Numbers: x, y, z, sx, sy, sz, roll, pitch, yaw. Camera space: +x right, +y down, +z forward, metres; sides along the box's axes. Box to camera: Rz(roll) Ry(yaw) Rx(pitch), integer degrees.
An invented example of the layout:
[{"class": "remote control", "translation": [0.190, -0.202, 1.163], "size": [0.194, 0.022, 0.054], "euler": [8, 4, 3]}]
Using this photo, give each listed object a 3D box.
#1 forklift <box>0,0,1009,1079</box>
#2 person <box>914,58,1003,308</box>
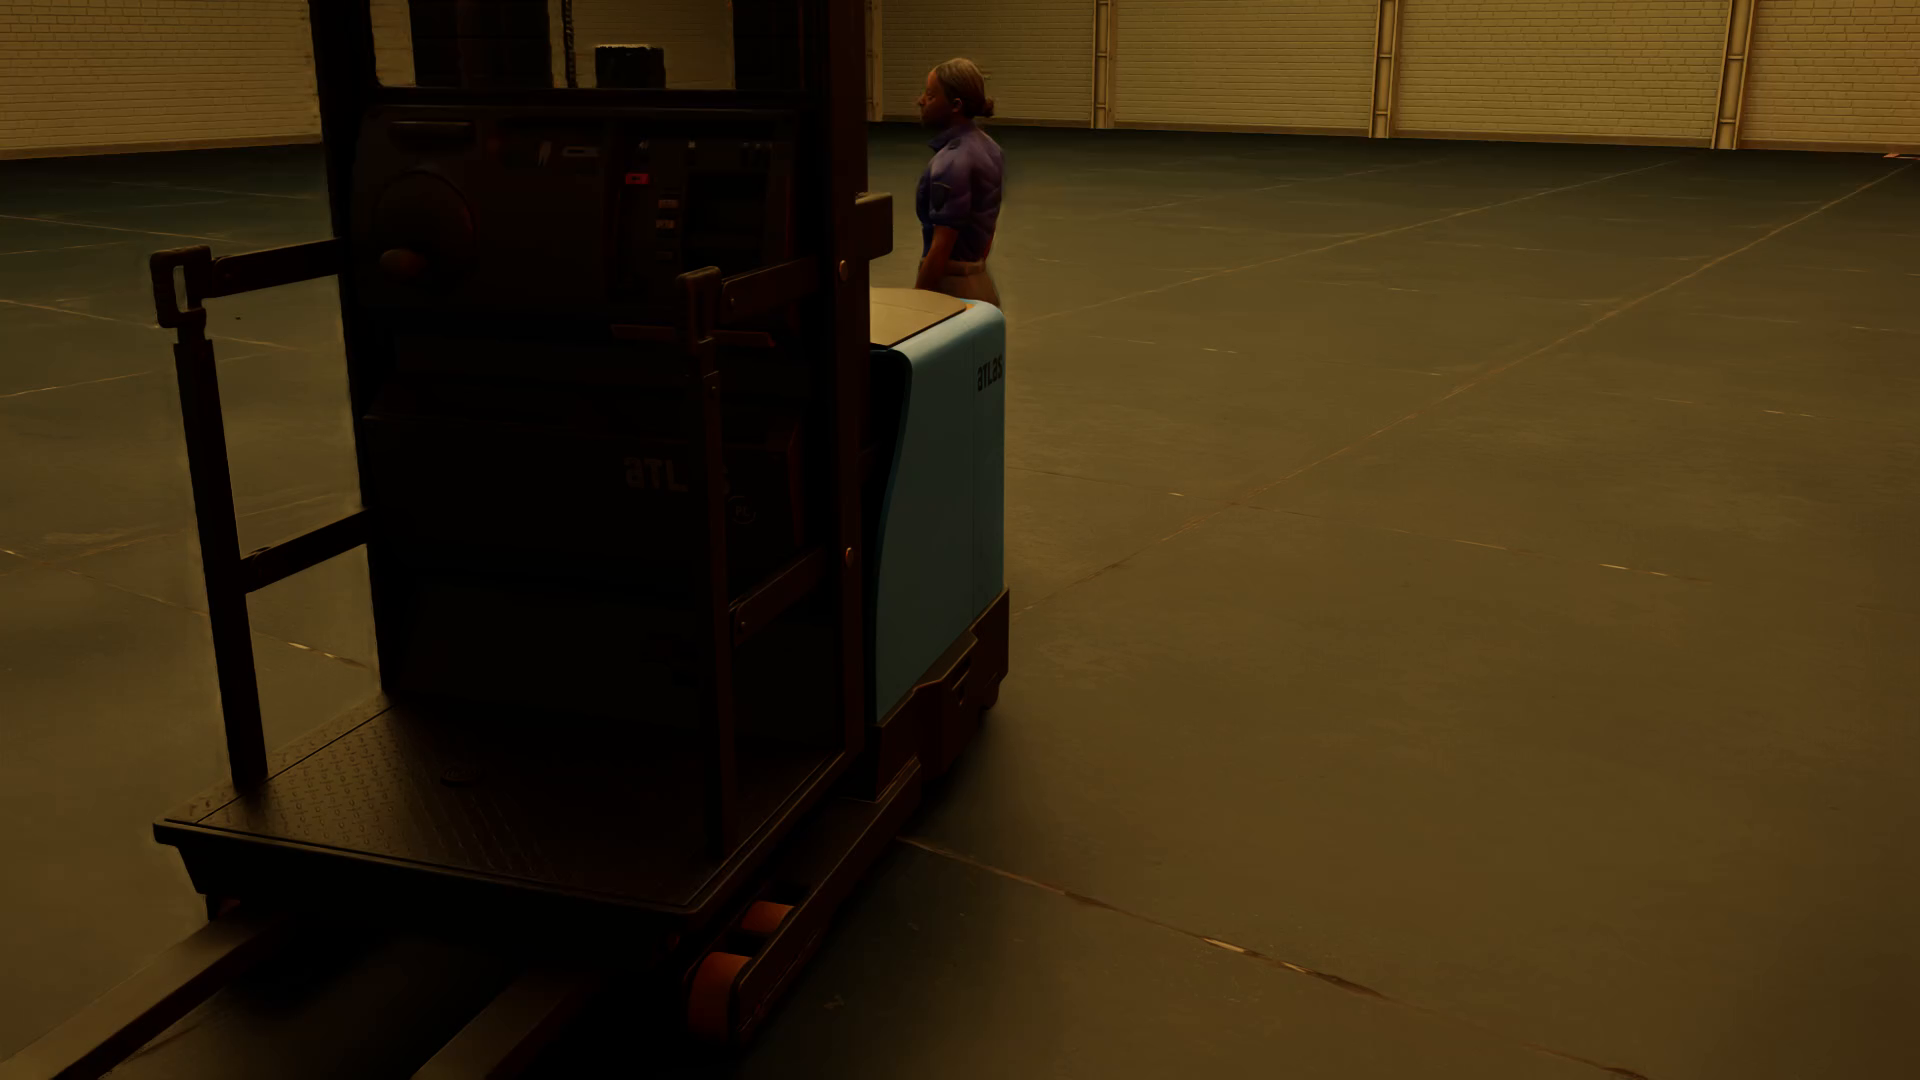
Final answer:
[{"class": "forklift", "translation": [-0.803, -0.634, 2.953], "size": [1.130, 2.935, 3.031], "euler": [5, 17, 17]}, {"class": "person", "translation": [-0.060, -0.810, 5.770], "size": [0.412, 1.658, 0.604], "euler": [5, 17, 16]}]
